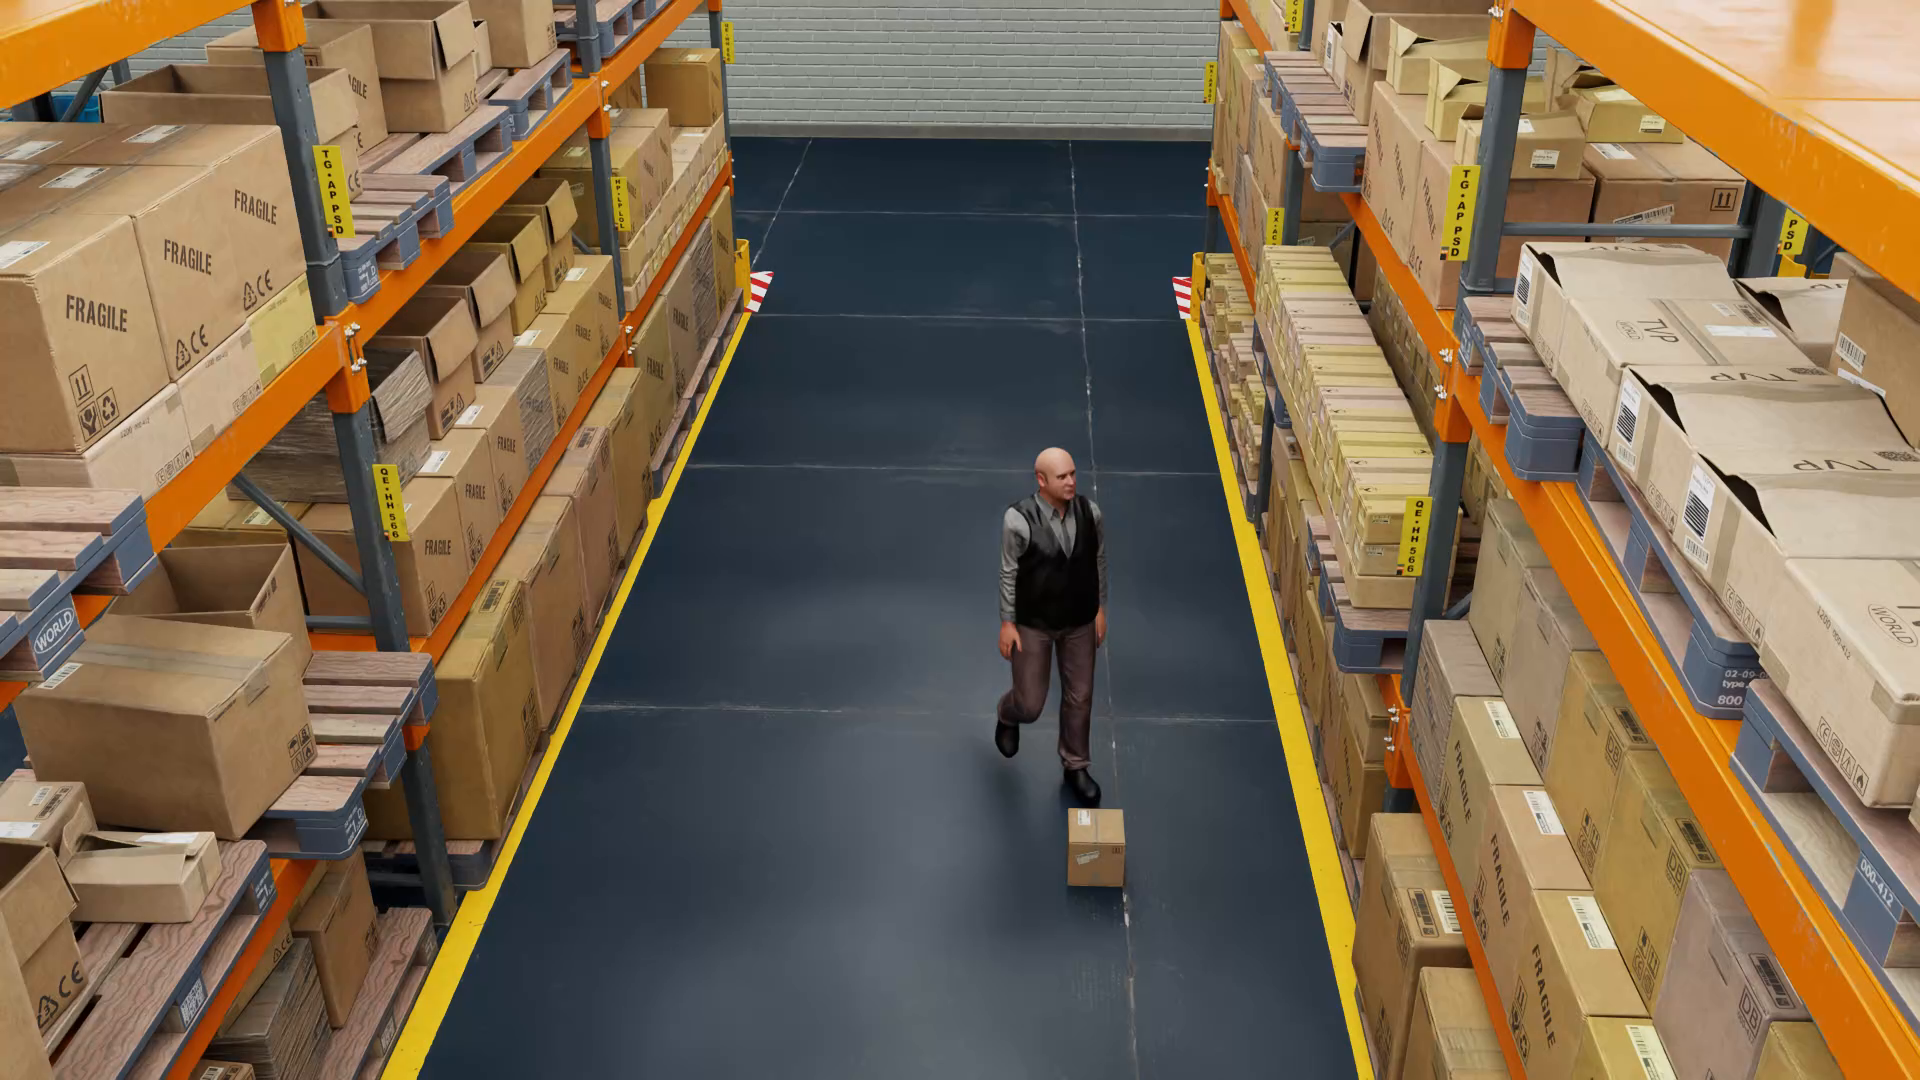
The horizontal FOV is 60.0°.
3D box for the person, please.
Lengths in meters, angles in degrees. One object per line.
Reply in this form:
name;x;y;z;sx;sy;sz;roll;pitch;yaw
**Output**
person;0.458;0.394;7.856;0.570;1.713;0.651;-10;29;-19
